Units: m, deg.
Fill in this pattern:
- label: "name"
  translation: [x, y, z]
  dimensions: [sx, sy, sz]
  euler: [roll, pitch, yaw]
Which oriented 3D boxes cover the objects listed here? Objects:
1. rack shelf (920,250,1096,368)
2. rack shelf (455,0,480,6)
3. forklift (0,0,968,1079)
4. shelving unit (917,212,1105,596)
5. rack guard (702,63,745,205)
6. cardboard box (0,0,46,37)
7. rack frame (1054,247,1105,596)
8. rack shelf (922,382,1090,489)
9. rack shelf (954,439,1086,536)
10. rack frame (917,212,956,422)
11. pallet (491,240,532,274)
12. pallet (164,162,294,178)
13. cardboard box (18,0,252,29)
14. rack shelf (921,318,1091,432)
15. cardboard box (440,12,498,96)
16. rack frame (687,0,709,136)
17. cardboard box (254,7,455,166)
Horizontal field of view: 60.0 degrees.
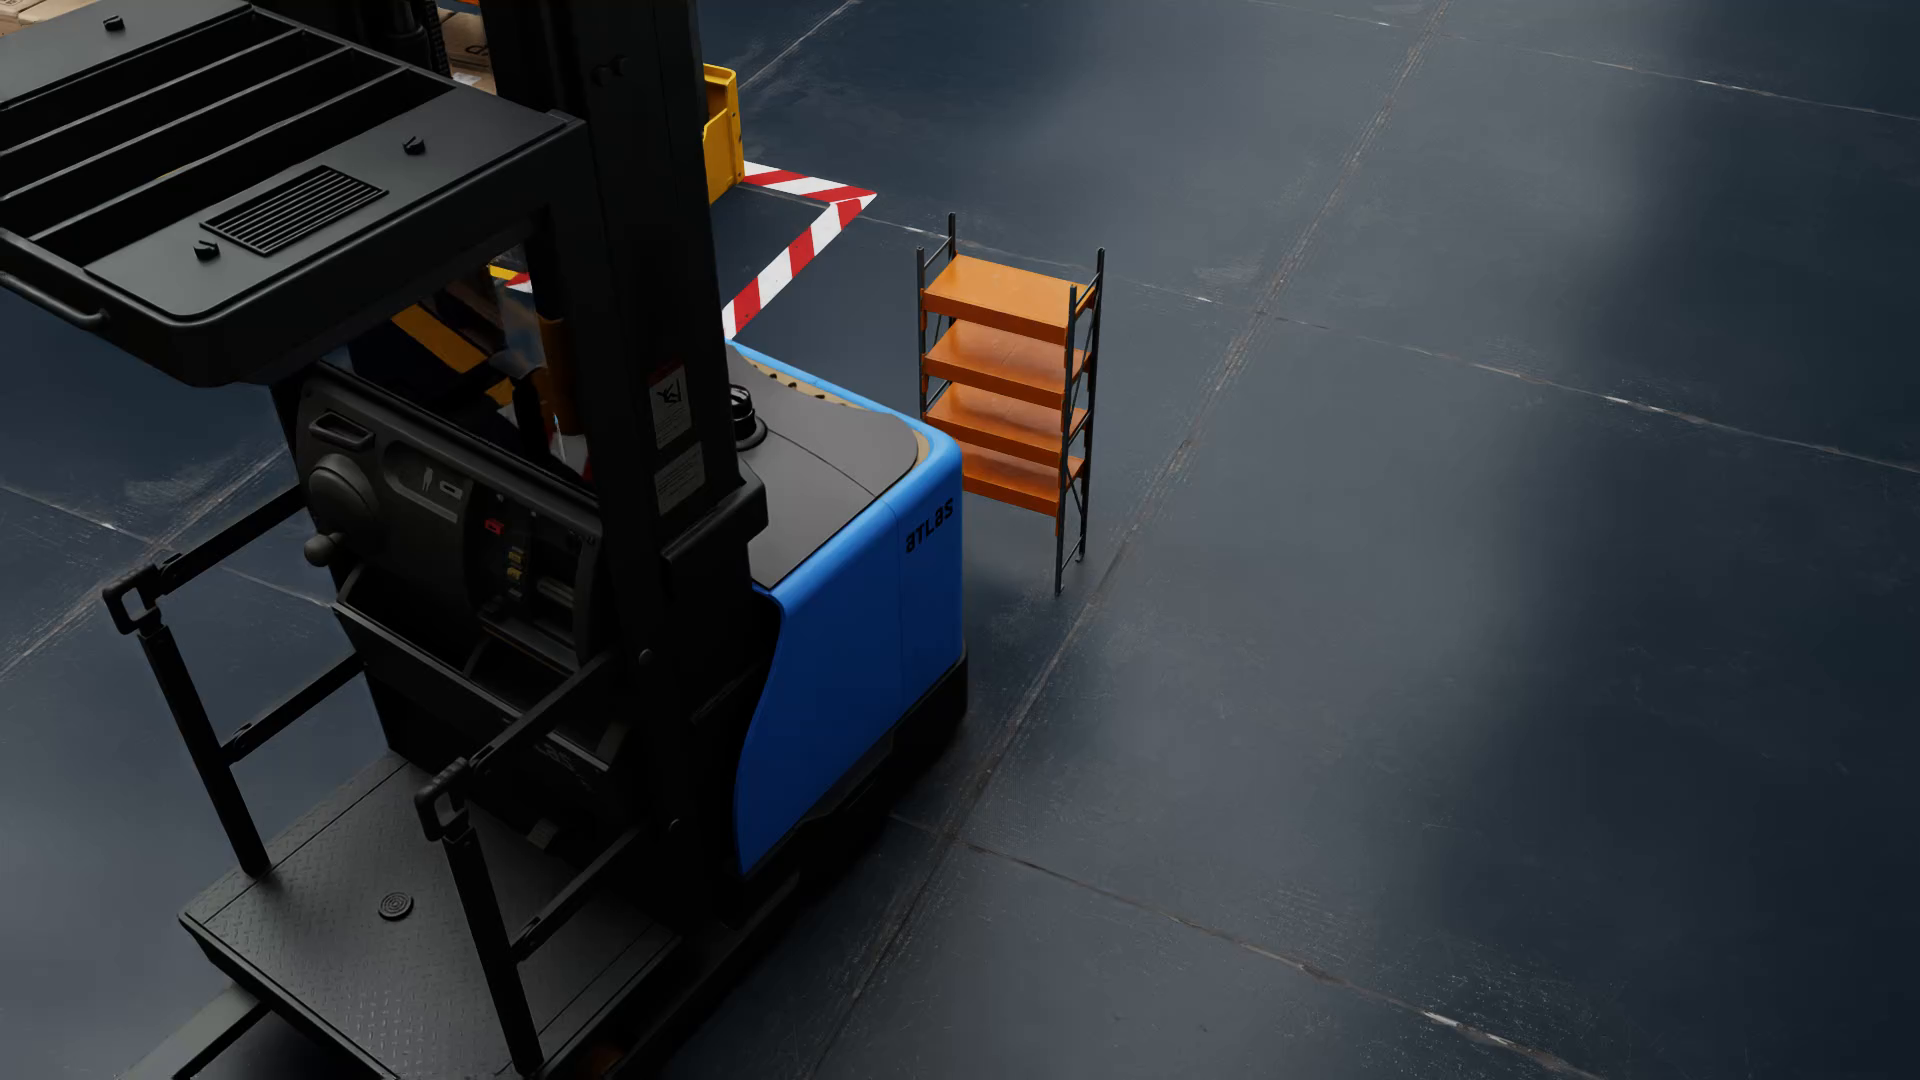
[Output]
- label: "rack shelf"
  translation: [0.150, -0.705, 5.047]
  dimensions: [0.480, 0.148, 0.258]
  euler: [17, 44, 19]
- label: "rack shelf"
  translation: [-3.209, -2.826, 7.269]
  dimensions: [4.000, 0.370, 1.077]
  euler: [17, 44, 19]
- label: "forklift"
  translation: [-1.237, 0.042, 3.464]
  dimensions: [1.130, 2.935, 3.031]
  euler: [25, 47, 26]
- label: "shelving unit"
  translation: [0.150, -0.408, 5.304]
  dimensions: [0.503, 1.200, 0.258]
  euler: [17, 44, 19]
- label: "rack guard"
  translation: [-1.375, -1.592, 7.206]
  dimensions: [0.348, 0.500, 1.175]
  euler: [17, 44, 19]
- label: "cardboard box"
  translation: [-4.498, -2.604, 8.100]
  dimensions: [0.875, 0.438, 0.875]
  euler: [16, 44, 18]
- label: "rack frame"
  translation: [0.371, -0.340, 5.226]
  dimensions: [0.015, 1.200, 0.240]
  euler: [17, 44, 19]
- label: "rack shelf"
  translation: [0.150, -0.357, 5.348]
  dimensions: [0.480, 0.148, 0.258]
  euler: [17, 44, 19]
- label: "rack shelf"
  translation: [0.150, -0.207, 5.478]
  dimensions: [0.480, 0.148, 0.258]
  euler: [17, 44, 19]
- label: "rack frame"
  translation: [-0.071, -0.475, 5.382]
  dimensions: [0.015, 1.200, 0.240]
  euler: [17, 44, 19]
- label: "pallet"
  translation: [-2.154, -1.665, 7.510]
  dimensions: [1.213, 0.211, 1.003]
  euler: [17, 44, 19]
- label: "pallet"
  translation: [-3.256, -2.004, 7.900]
  dimensions: [1.213, 0.211, 1.003]
  euler: [17, 44, 19]
- label: "cardboard box"
  translation: [-3.686, -2.357, 7.814]
  dimensions: [0.875, 0.438, 0.875]
  euler: [16, 43, 17]
- label: "rack shelf"
  translation: [0.150, -0.526, 5.202]
  dimensions: [0.480, 0.148, 0.258]
  euler: [17, 44, 19]
- label: "cardboard box"
  translation: [-2.037, -1.858, 7.238]
  dimensions: [0.875, 0.438, 0.875]
  euler: [16, 43, 17]
- label: "rack frame"
  translation: [-1.396, -2.544, 6.394]
  dimensions: [0.127, 3.000, 1.000]
  euler: [17, 44, 19]
- label: "cardboard box"
  translation: [-2.870, -2.106, 7.525]
  dimensions: [0.875, 0.438, 0.875]
  euler: [18, 44, 20]
